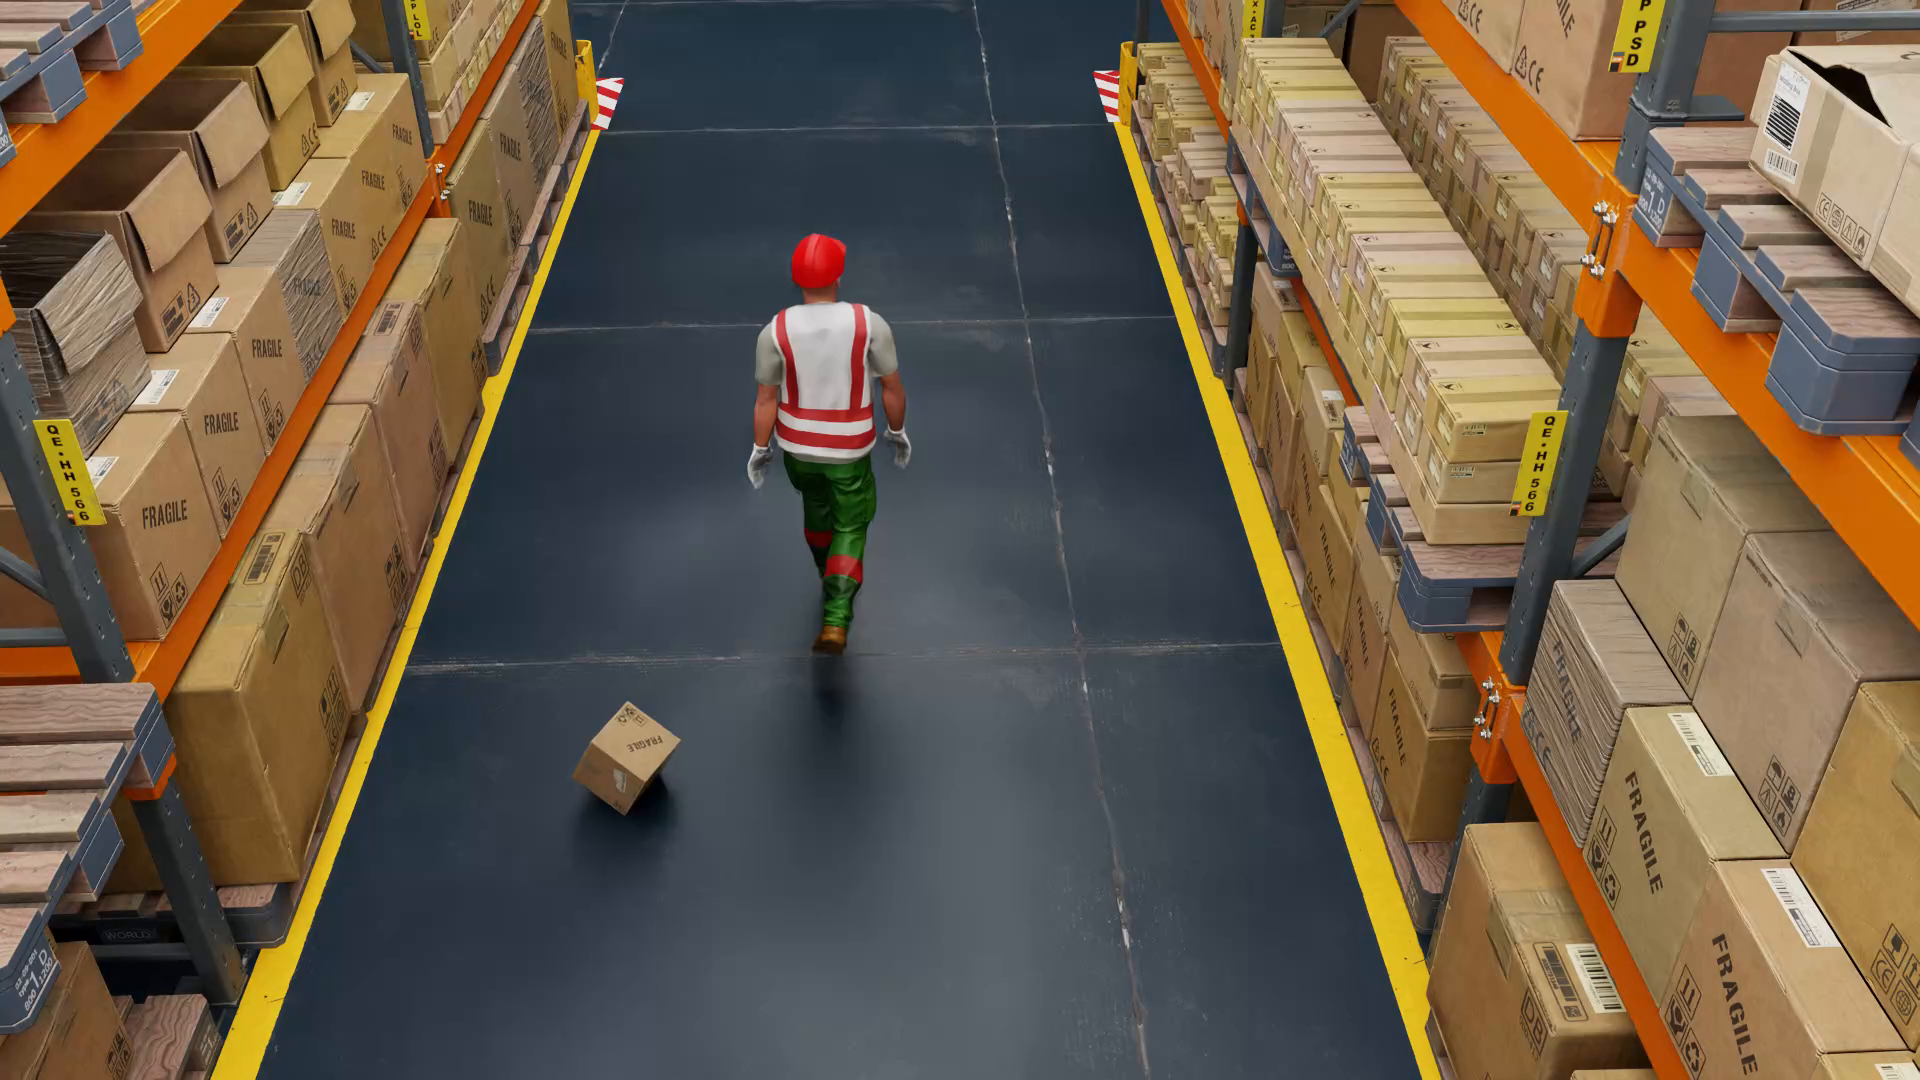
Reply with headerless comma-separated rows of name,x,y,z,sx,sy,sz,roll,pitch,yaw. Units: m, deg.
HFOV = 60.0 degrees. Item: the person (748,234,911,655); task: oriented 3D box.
person,-0.531,-0.364,6.666,0.656,1.744,0.984,1,35,2
